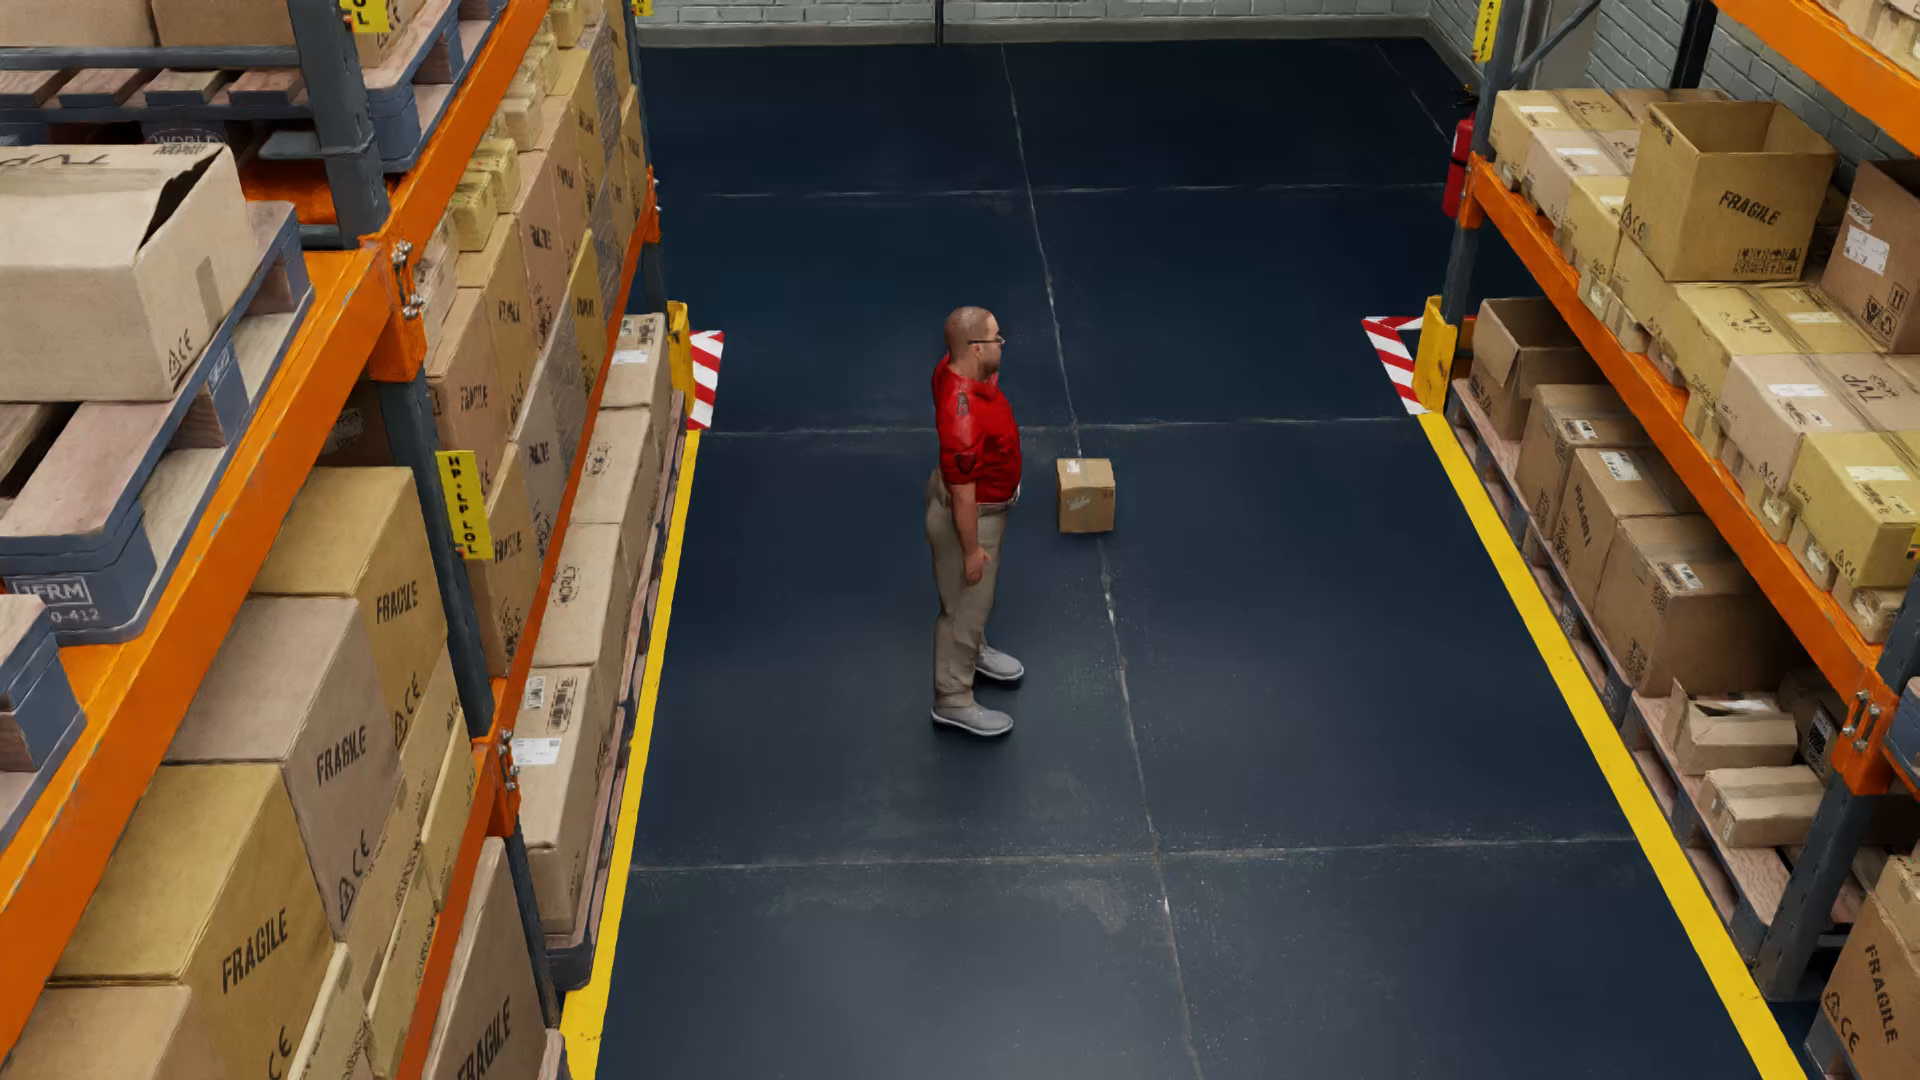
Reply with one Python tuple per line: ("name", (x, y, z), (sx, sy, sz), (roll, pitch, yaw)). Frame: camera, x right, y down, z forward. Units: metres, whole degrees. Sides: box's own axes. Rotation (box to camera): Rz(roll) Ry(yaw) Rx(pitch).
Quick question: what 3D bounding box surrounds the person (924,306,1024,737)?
("person", (0.063, -0.092, 6.256), (0.397, 1.736, 0.570), (0, 35, 0))
